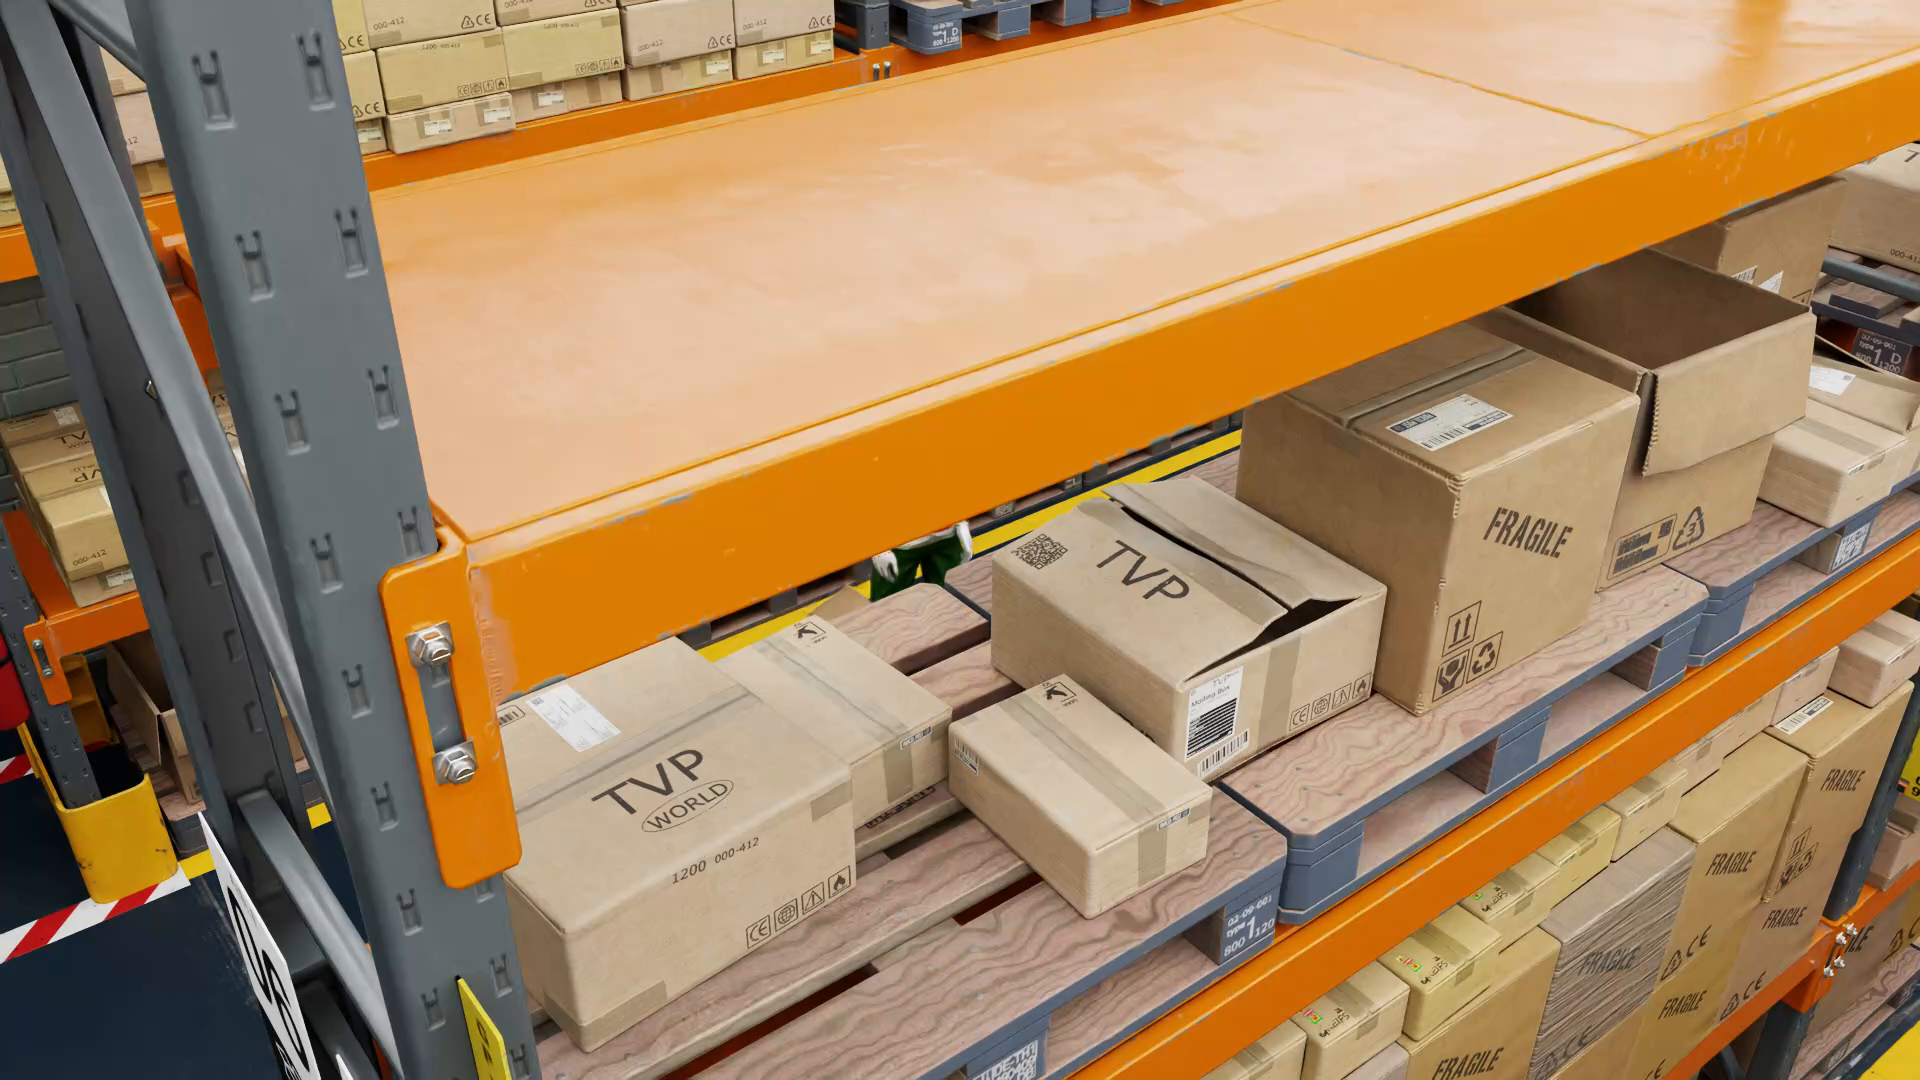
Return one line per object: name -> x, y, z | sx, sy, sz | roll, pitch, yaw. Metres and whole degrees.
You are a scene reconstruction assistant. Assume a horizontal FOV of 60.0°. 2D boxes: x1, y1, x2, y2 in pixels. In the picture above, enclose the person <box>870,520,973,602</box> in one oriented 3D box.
person -> -0.204, 0.009, 7.552 | 0.580, 1.800, 0.442 | -17, 36, -25
